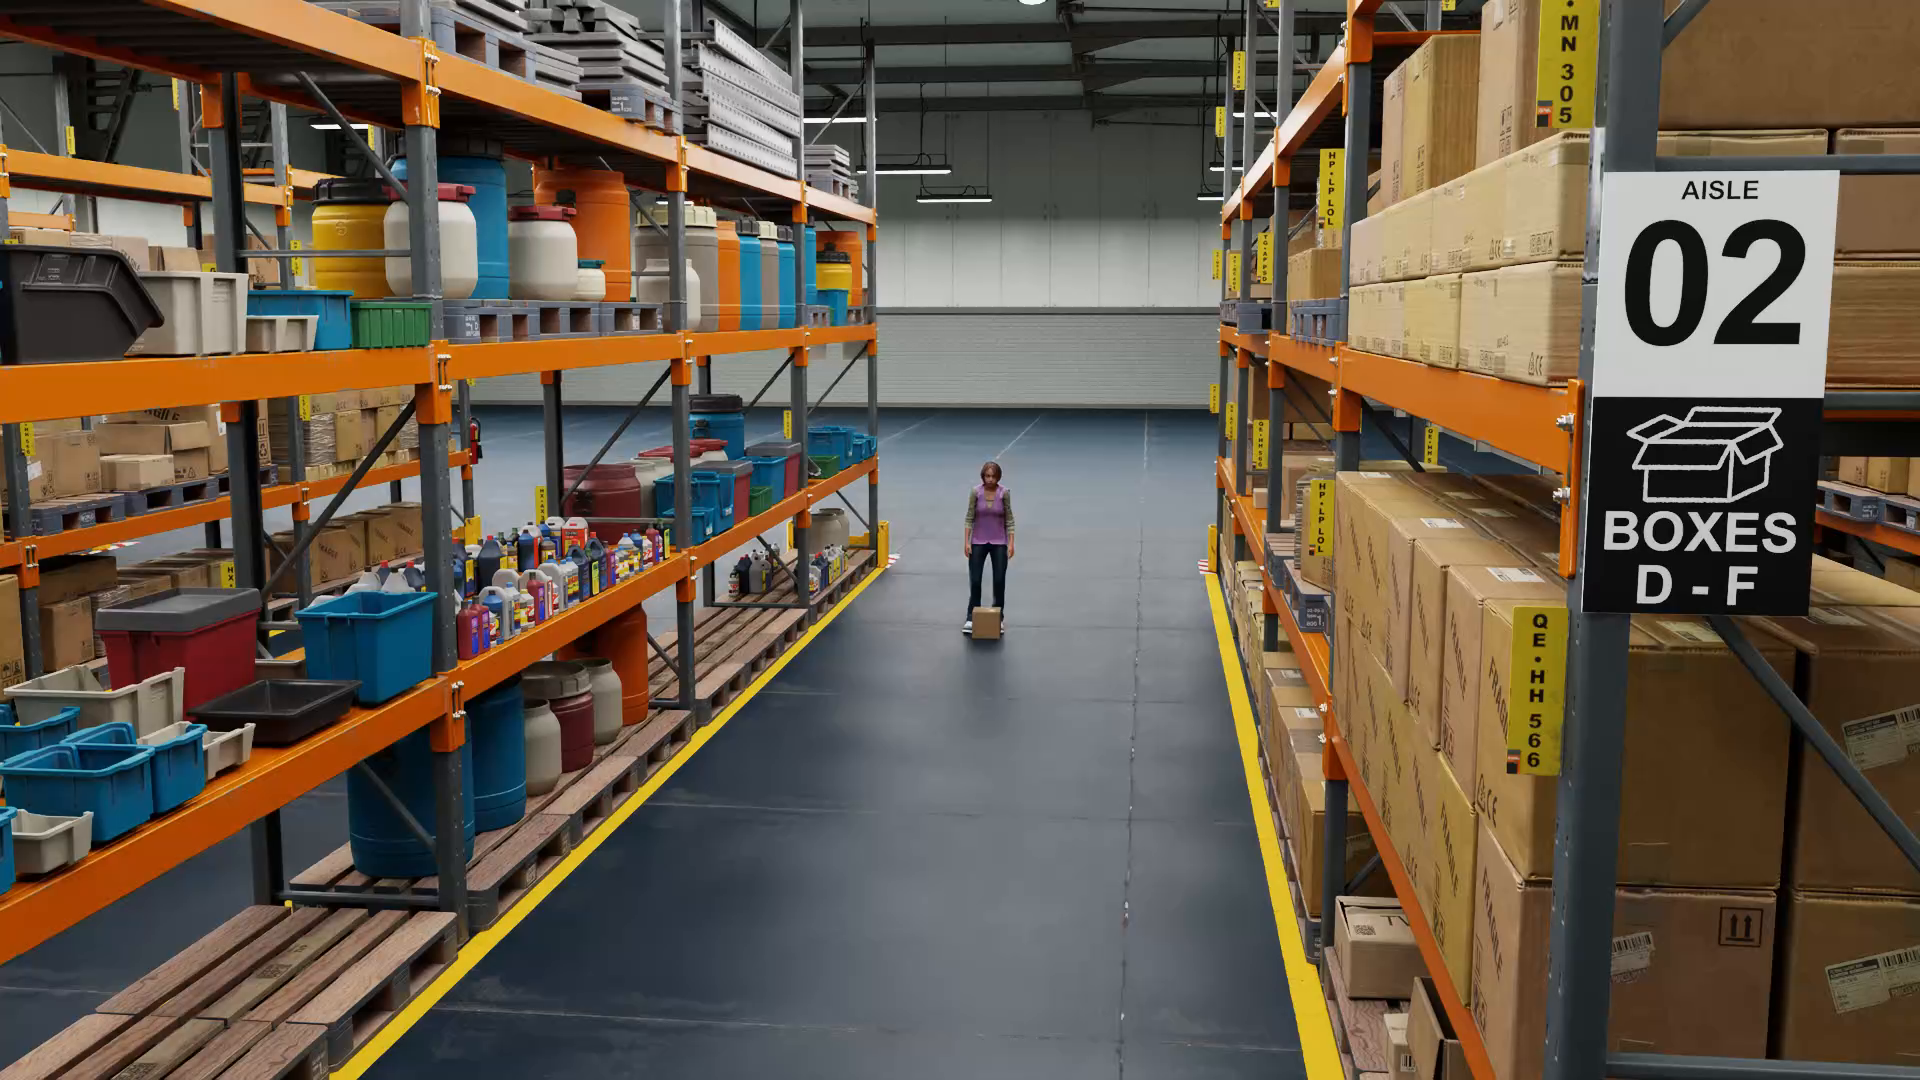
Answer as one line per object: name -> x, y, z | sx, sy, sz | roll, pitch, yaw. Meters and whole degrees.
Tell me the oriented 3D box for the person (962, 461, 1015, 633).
person -> 0.267, 0.062, 15.388 | 0.484, 1.594, 0.340 | 0, 8, 4
